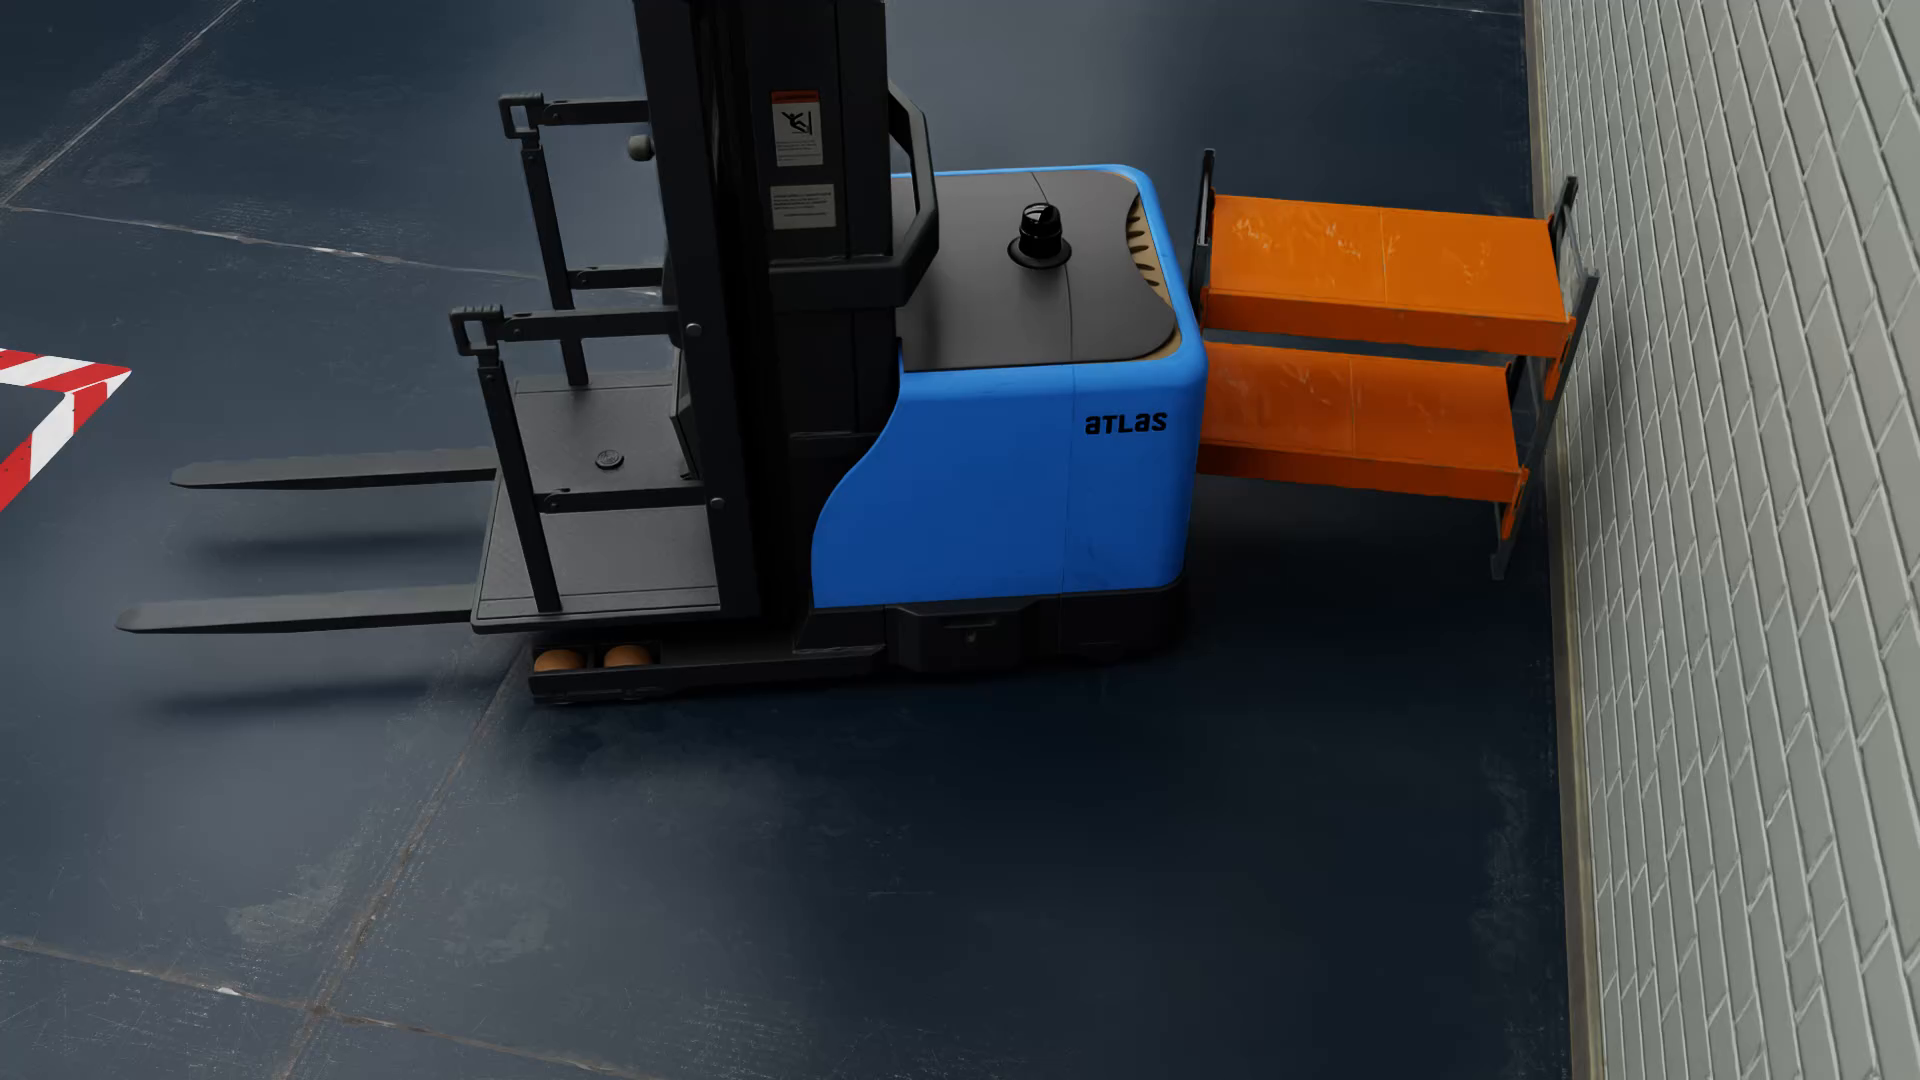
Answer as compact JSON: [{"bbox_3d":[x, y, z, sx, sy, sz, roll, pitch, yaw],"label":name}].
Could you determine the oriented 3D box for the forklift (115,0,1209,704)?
[{"bbox_3d":[-0.898,-0.969,4.143,3.031,2.935,1.130,-3,44,-3],"label":"forklift"}]

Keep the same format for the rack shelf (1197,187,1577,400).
[{"bbox_3d":[1.189,-0.714,4.759,1.000,0.278,0.538,6,44,6],"label":"rack shelf"}]

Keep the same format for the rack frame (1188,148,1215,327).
[{"bbox_3d":[0.685,-0.554,5.015,0.032,1.125,0.500,6,44,6],"label":"rack frame"}]

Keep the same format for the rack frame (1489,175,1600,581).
[{"bbox_3d":[1.692,-0.453,4.909,0.032,1.125,0.500,6,44,6],"label":"rack frame"}]

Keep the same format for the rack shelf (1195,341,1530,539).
[{"bbox_3d":[1.189,-0.327,5.132,1.000,0.278,0.538,6,44,6],"label":"rack shelf"}]

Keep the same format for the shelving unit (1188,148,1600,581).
[{"bbox_3d":[1.189,-0.504,4.962,1.048,1.125,0.538,6,44,6],"label":"shelving unit"}]
